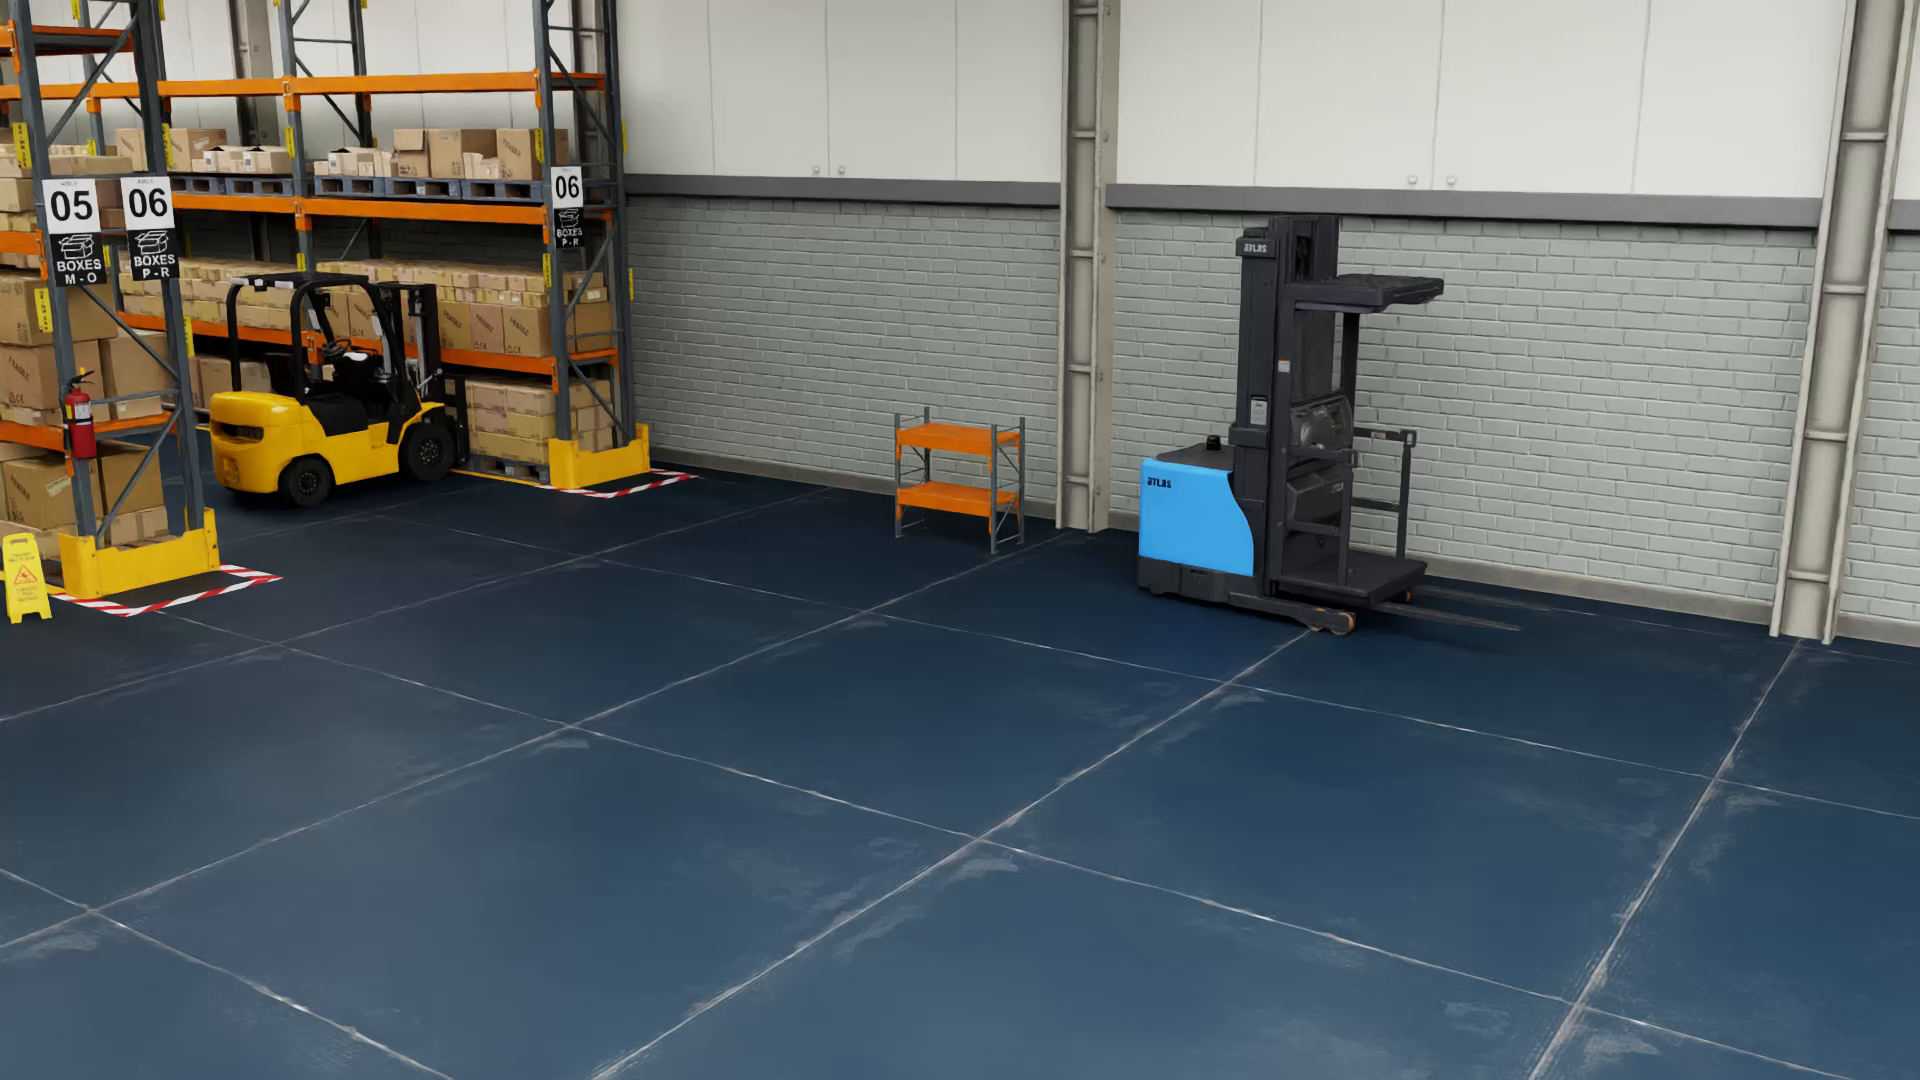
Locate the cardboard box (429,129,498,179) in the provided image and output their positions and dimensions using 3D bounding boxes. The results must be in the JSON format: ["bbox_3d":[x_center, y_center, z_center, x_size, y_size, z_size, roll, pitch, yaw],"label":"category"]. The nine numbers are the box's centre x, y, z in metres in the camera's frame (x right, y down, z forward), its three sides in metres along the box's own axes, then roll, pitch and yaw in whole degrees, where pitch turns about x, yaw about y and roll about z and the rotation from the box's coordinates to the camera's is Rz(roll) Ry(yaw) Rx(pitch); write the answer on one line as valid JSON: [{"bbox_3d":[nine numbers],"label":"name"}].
[{"bbox_3d":[-5.075,-4.030,17.329,0.500,0.500,0.700,9,17,33],"label":"cardboard box"}]

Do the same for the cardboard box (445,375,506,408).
[{"bbox_3d":[-5.185,-1.592,17.781,0.500,0.250,0.500,9,17,34],"label":"cardboard box"}]

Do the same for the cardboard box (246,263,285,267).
[{"bbox_3d":[-8.508,-3.309,20.389,0.250,0.149,0.380,9,17,33],"label":"cardboard box"}]

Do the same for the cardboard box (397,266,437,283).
[{"bbox_3d":[-5.885,-2.891,18.081,0.250,0.149,0.380,9,17,33],"label":"cardboard box"}]

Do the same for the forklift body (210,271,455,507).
[{"bbox_3d":[-6.370,-1.584,16.745,1.214,2.155,2.313,9,17,33],"label":"forklift body"}]

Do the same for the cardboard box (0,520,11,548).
[{"bbox_3d":[-7.791,-0.110,13.874,0.500,0.250,0.500,9,17,33],"label":"cardboard box"}]

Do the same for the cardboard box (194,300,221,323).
[{"bbox_3d":[-8.909,-2.791,20.168,0.500,0.250,0.500,10,17,35],"label":"cardboard box"}]

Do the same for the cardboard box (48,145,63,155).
[{"bbox_3d":[-11.733,-5.027,21.510,0.250,0.149,0.380,9,16,32],"label":"cardboard box"}]

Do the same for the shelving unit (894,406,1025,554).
[{"bbox_3d":[-0.006,-0.547,14.692,1.048,1.125,0.538,9,17,33],"label":"shelving unit"}]

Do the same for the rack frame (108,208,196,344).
[{"bbox_3d":[-10.416,-3.178,21.419,0.127,3.000,1.000,9,17,33],"label":"rack frame"}]

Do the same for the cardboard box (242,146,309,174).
[{"bbox_3d":[-7.834,-4.355,19.036,0.500,0.311,0.500,9,16,31],"label":"cardboard box"}]

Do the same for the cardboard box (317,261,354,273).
[{"bbox_3d":[-6.998,-3.048,18.715,0.250,0.149,0.380,10,17,34],"label":"cardboard box"}]

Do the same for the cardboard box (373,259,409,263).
[{"bbox_3d":[-6.478,-3.125,19.028,0.250,0.149,0.380,9,16,31],"label":"cardboard box"}]

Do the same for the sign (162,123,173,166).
[{"bbox_3d":[-6.242,-3.104,13.057,0.005,0.325,0.100,9,17,33],"label":"sign"}]

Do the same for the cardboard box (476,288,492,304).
[{"bbox_3d":[-4.831,-2.570,17.405,0.250,0.149,0.380,9,17,32],"label":"cardboard box"}]

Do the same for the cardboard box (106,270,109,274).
[{"bbox_3d":[-11.472,-3.386,21.698,0.500,0.250,0.500,8,16,30],"label":"cardboard box"}]

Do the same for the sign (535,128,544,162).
[{"bbox_3d":[-4.092,-3.846,16.199,0.005,0.325,0.100,9,17,33],"label":"sign"}]

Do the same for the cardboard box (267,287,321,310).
[{"bbox_3d":[-7.647,-2.826,19.271,0.500,0.250,0.500,9,16,32],"label":"cardboard box"}]

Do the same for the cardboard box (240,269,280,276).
[{"bbox_3d":[-8.195,-3.090,19.505,0.250,0.149,0.380,9,16,31],"label":"cardboard box"}]

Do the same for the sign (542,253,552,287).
[{"bbox_3d":[-4.092,-2.676,16.488,0.005,0.325,0.100,9,17,33],"label":"sign"}]

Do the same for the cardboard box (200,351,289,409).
[{"bbox_3d":[-8.801,-1.967,20.593,0.625,0.625,0.875,8,16,31],"label":"cardboard box"}]

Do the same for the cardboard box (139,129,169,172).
[{"bbox_3d":[-9.477,-4.742,20.203,0.500,0.500,0.700,9,16,32],"label":"cardboard box"}]

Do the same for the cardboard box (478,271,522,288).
[{"bbox_3d":[-4.812,-2.724,17.407,0.250,0.149,0.380,9,17,33],"label":"cardboard box"}]

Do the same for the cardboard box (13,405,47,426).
[{"bbox_3d":[-7.247,-1.013,13.194,0.250,0.149,0.380,9,16,32],"label":"cardboard box"}]

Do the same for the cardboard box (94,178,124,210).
[{"bbox_3d":[-6.814,-2.763,13.194,0.500,0.250,0.500,9,16,32],"label":"cardboard box"}]

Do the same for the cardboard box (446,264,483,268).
[{"bbox_3d":[-5.426,-2.949,18.315,0.250,0.149,0.380,10,17,34],"label":"cardboard box"}]

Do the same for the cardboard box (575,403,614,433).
[{"bbox_3d":[-4.052,-1.322,17.727,0.500,0.250,0.500,10,17,34],"label":"cardboard box"}]

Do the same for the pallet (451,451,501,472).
[{"bbox_3d":[-5.444,-1.010,18.463,1.213,0.211,1.003,9,17,33],"label":"pallet"}]

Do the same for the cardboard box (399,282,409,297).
[{"bbox_3d":[-5.933,-2.733,18.061,0.250,0.149,0.380,9,16,31],"label":"cardboard box"}]

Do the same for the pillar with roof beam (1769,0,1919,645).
[{"bbox_3d":[3.702,-2.823,7.499,0.400,9.000,9.100,9,17,33],"label":"pillar with roof beam"}]

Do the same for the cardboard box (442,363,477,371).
[{"bbox_3d":[-5.740,-1.833,18.754,0.500,0.250,0.500,9,17,33],"label":"cardboard box"}]

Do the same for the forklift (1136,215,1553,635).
[{"bbox_3d":[2.856,-0.875,12.259,3.031,2.935,1.130,11,18,37],"label":"forklift"}]

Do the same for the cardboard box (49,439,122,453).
[{"bbox_3d":[-7.516,-0.584,14.227,0.500,0.500,0.500,8,16,31],"label":"cardboard box"}]

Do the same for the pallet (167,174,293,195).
[{"bbox_3d":[-8.874,-4.320,20.183,1.213,0.211,1.003,10,17,35],"label":"pallet"}]

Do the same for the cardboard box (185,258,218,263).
[{"bbox_3d":[-9.573,-3.479,21.075,0.250,0.149,0.380,9,17,33],"label":"cardboard box"}]

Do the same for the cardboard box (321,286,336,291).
[{"bbox_3d":[-6.979,-2.910,18.778,0.250,0.149,0.380,9,16,32],"label":"cardboard box"}]

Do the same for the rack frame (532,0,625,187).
[{"bbox_3d":[-3.778,-5.017,16.365,0.127,3.000,1.000,9,17,33],"label":"rack frame"}]

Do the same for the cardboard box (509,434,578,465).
[{"bbox_3d":[-4.344,-0.974,17.365,0.500,0.250,0.500,9,17,33],"label":"cardboard box"}]

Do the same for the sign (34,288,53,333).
[{"bbox_3d":[-6.871,-1.723,12.472,0.005,0.325,0.100,9,17,33],"label":"sign"}]

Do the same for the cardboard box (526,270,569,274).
[{"bbox_3d":[-4.363,-2.775,17.614,0.250,0.149,0.380,10,17,34],"label":"cardboard box"}]

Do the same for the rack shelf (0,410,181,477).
[{"bbox_3d":[-8.205,-1.034,14.255,4.000,0.370,1.077,9,17,33],"label":"rack shelf"}]

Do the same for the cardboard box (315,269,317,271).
[{"bbox_3d":[-7.462,-3.141,19.713,0.250,0.149,0.380,9,16,31],"label":"cardboard box"}]

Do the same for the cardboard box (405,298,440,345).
[{"bbox_3d":[-5.607,-2.373,17.958,0.500,0.500,0.500,9,17,33],"label":"cardboard box"}]

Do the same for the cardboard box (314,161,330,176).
[{"bbox_3d":[-6.894,-4.107,18.372,0.250,0.149,0.380,10,17,34],"label":"cardboard box"}]

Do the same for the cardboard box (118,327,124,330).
[{"bbox_3d":[-7.215,-1.496,13.796,0.500,0.500,0.500,10,17,35],"label":"cardboard box"}]

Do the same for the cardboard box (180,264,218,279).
[{"bbox_3d":[-9.239,-3.269,20.229,0.250,0.149,0.380,10,17,34],"label":"cardboard box"}]

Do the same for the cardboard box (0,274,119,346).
[{"bbox_3d":[-7.091,-1.818,13.018,0.500,0.500,0.700,9,16,31],"label":"cardboard box"}]

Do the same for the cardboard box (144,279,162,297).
[{"bbox_3d":[-9.769,-3.172,20.668,0.500,0.250,0.500,10,17,35],"label":"cardboard box"}]

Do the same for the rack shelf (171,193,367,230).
[{"bbox_3d":[-8.757,-4.017,20.062,4.000,0.370,1.077,9,17,33],"label":"rack shelf"}]
